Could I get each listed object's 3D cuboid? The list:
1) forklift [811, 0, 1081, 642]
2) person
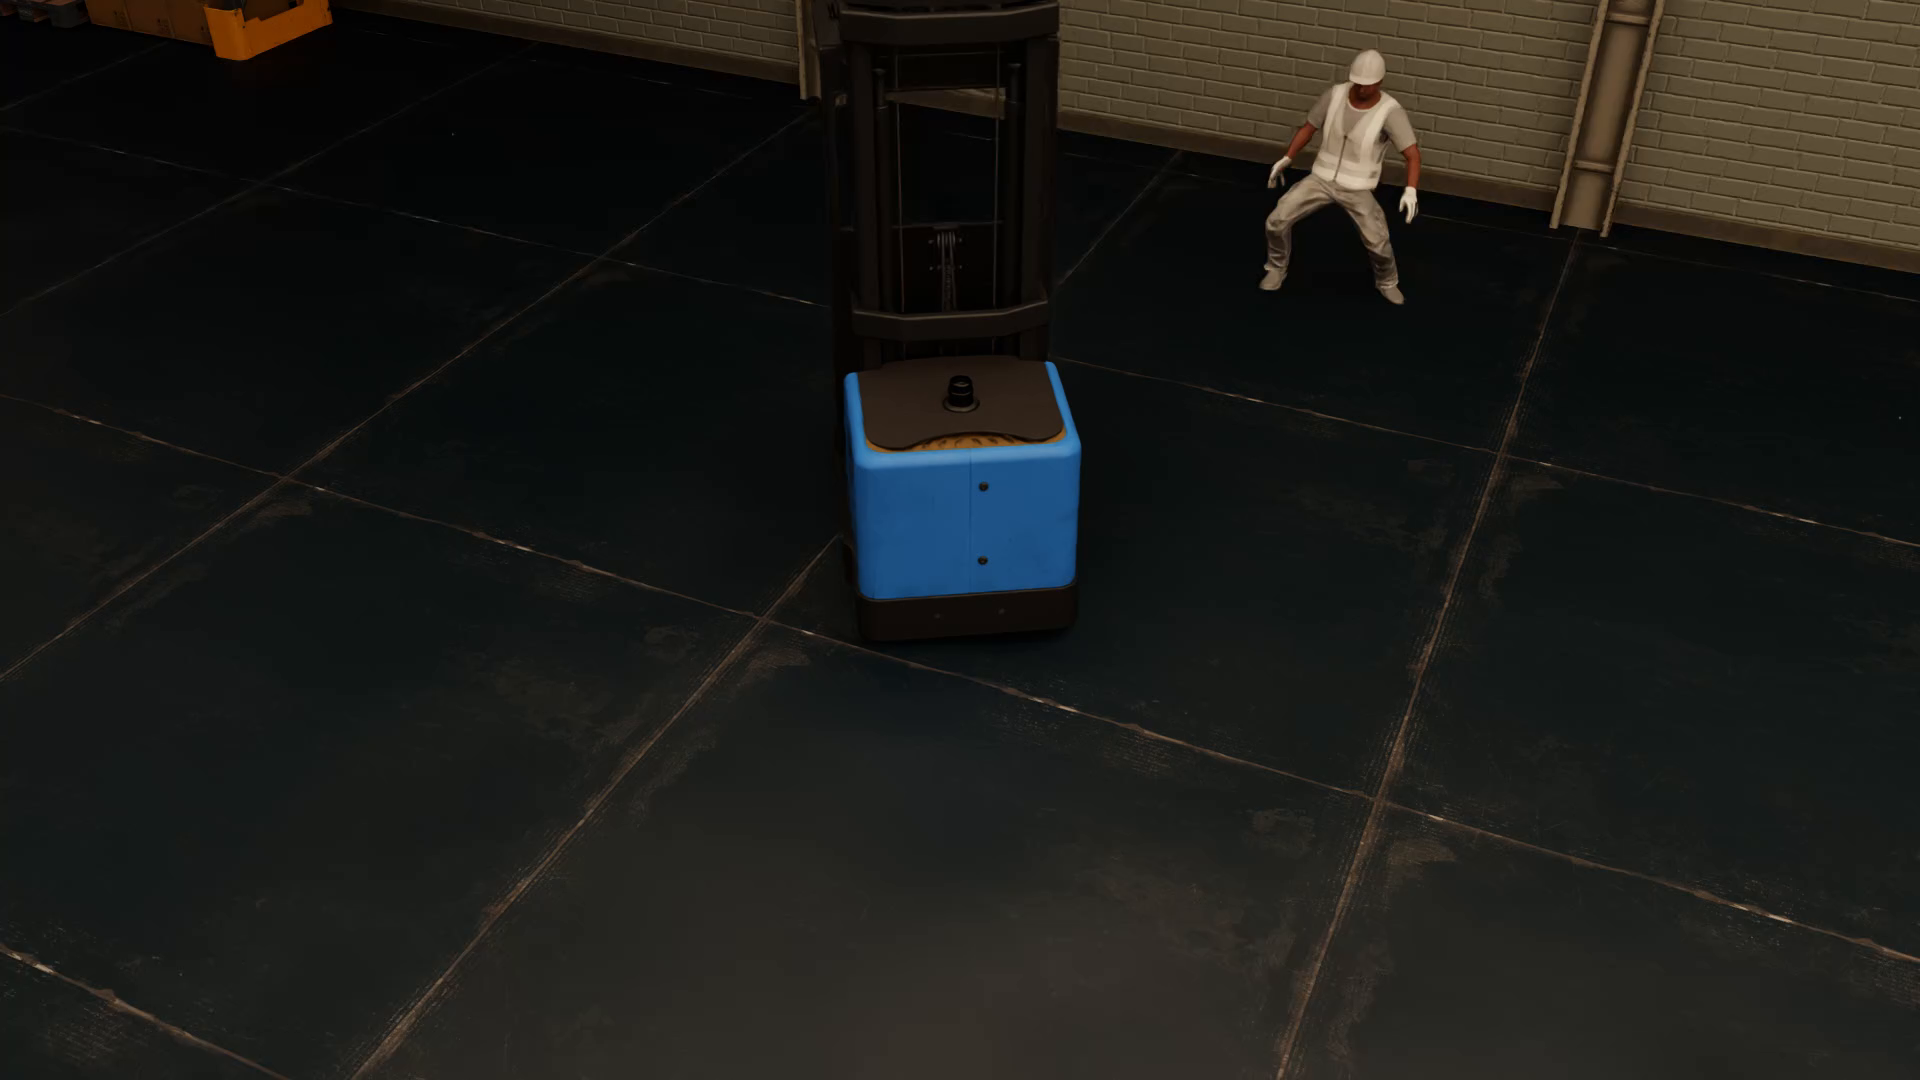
[{"bbox_3d":[-0.125,-1.558,8.271,1.130,2.935,3.031,-4,36,-5],"label":"forklift"},{"bbox_3d":[2.441,-2.240,10.369,1.018,1.645,0.691,22,41,27],"label":"person"}]
